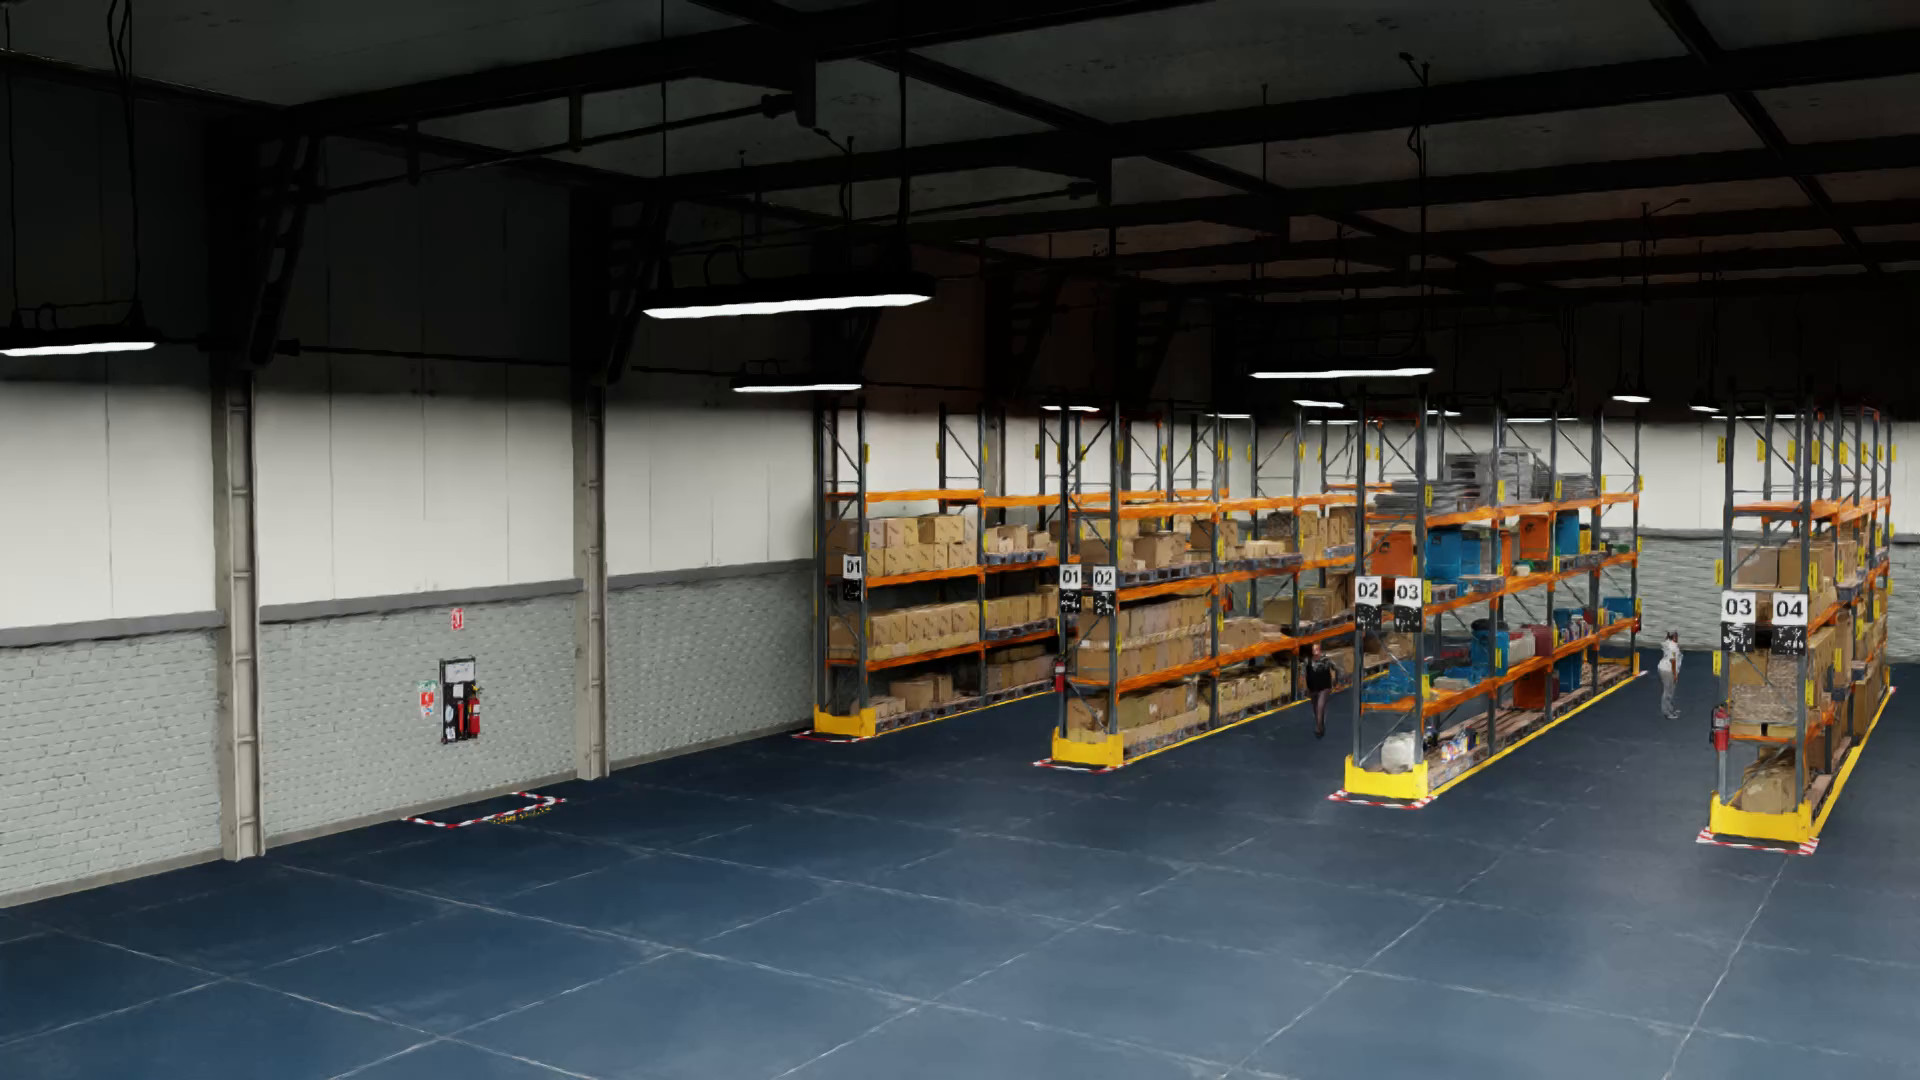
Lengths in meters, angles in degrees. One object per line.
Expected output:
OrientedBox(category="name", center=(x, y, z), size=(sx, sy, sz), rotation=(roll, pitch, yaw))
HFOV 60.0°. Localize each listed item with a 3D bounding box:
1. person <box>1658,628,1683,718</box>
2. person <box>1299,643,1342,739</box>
OrientedBox(category="person", center=(13.470, 2.507, 31.458), size=(0.463, 1.673, 0.577), rotation=(0, 3, 8))
OrientedBox(category="person", center=(6.342, 2.629, 29.391), size=(0.679, 1.658, 0.866), rotation=(2, 4, 38))
